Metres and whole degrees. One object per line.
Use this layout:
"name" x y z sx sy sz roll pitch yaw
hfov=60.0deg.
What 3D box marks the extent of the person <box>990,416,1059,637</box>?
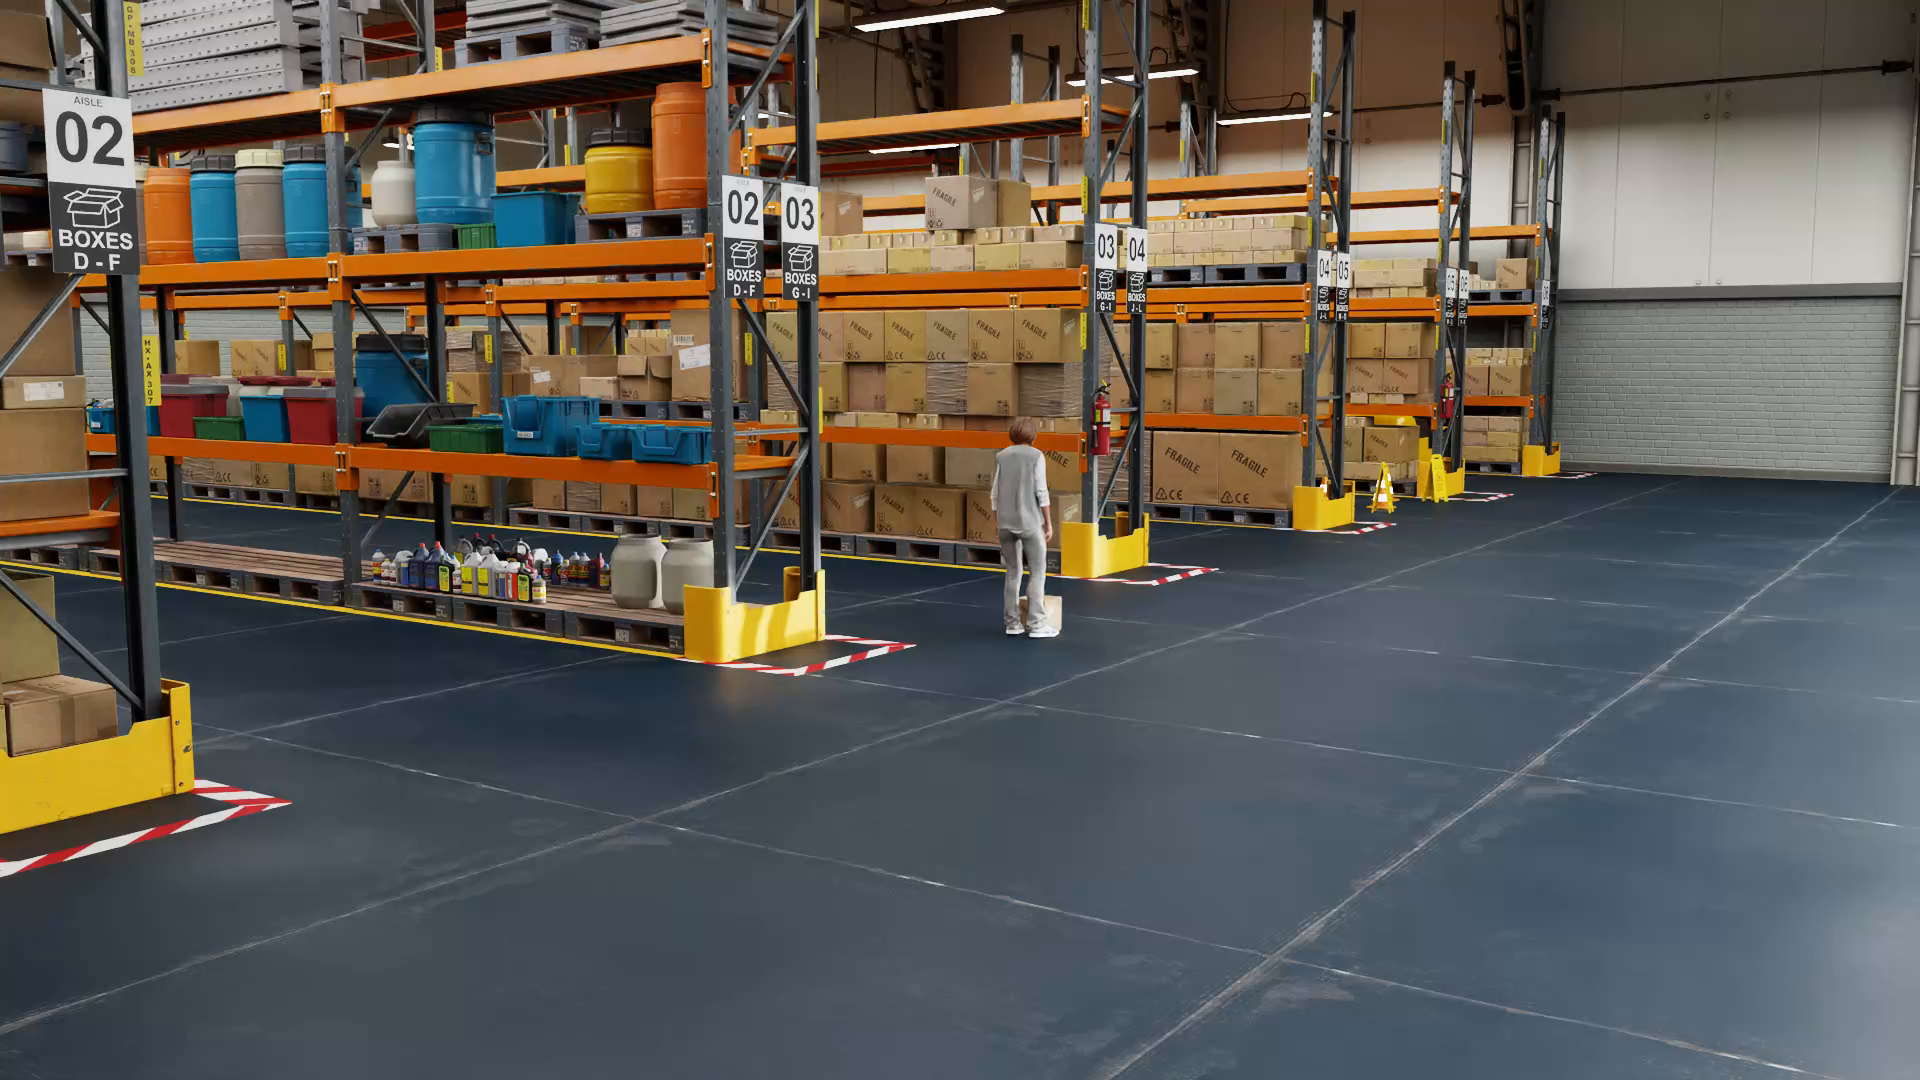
"person" 0.457 -0.039 12.044 0.483 1.479 0.377 4 8 30
